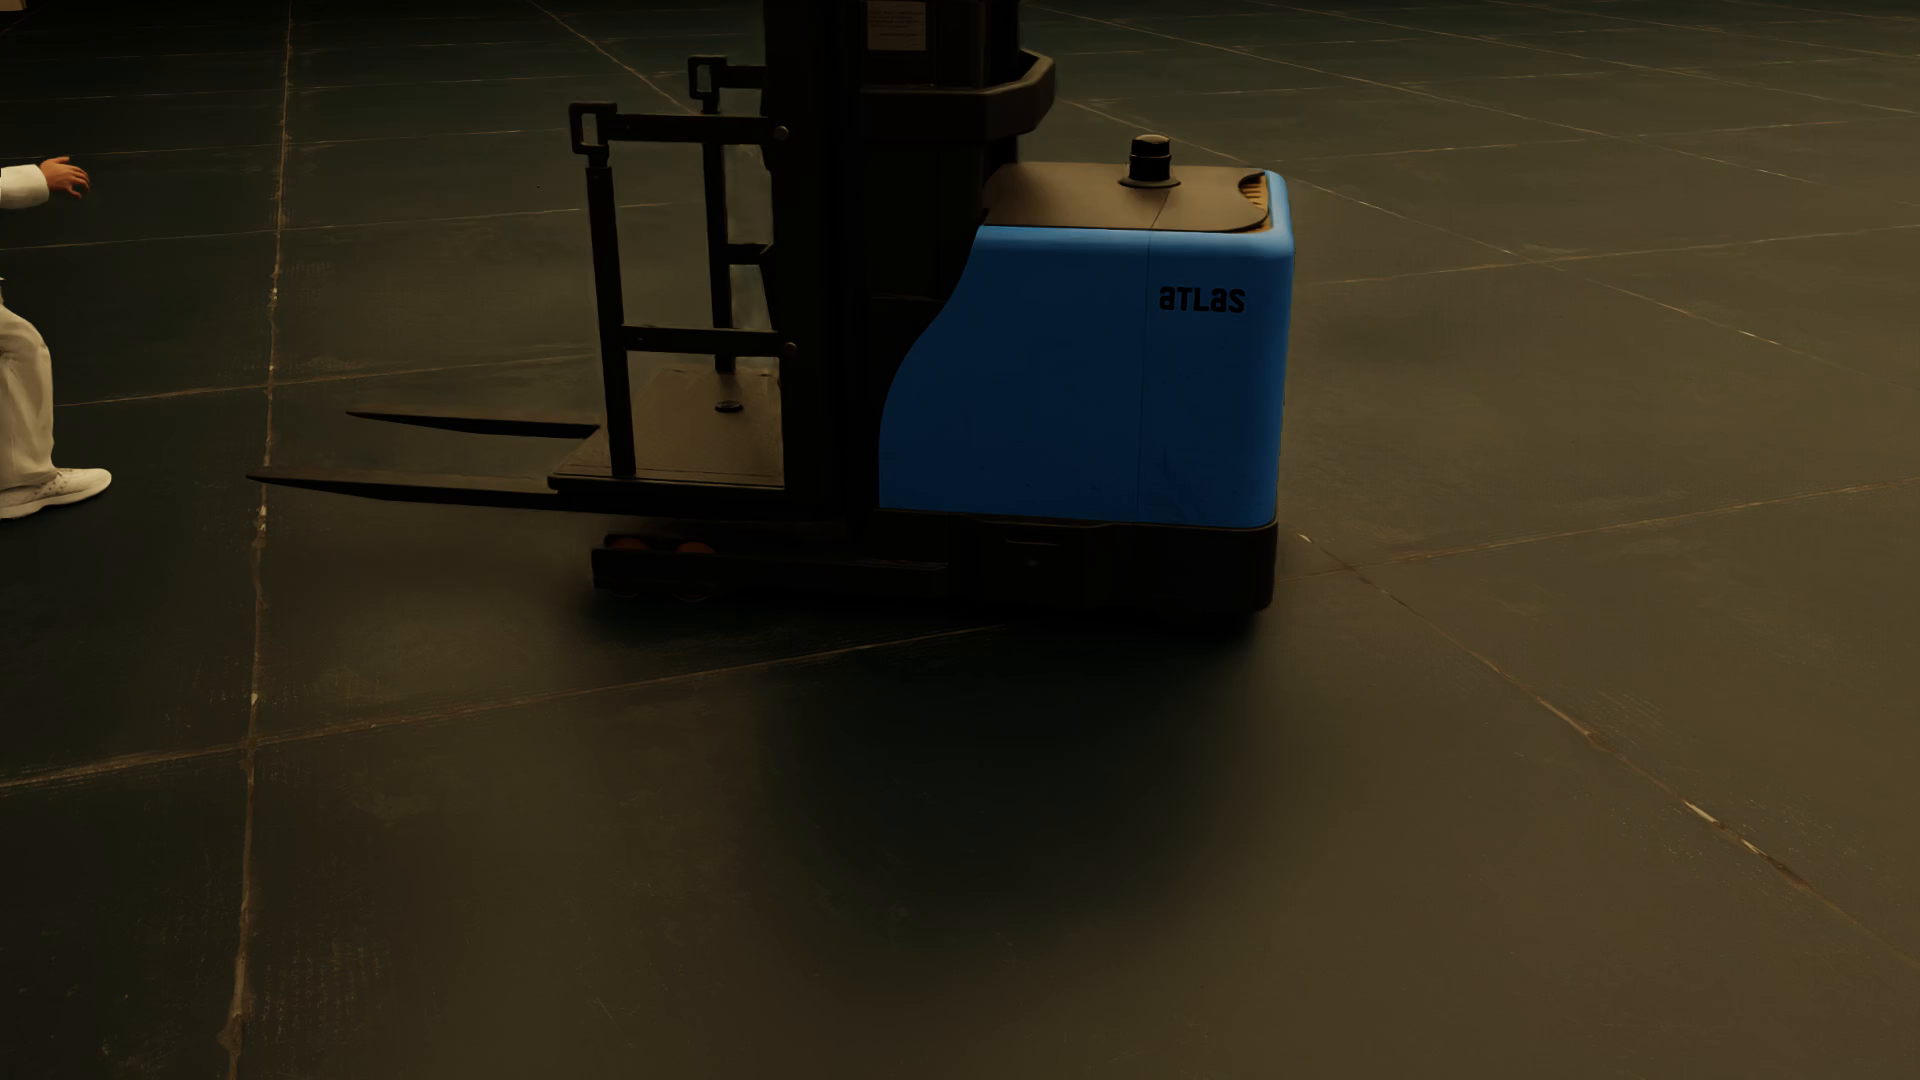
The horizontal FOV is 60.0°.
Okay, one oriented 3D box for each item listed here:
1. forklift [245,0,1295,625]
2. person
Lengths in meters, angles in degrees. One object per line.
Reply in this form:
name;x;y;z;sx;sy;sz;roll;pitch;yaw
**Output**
forklift;-0.587;-1.374;4.565;3.031;2.935;1.130;3;23;8
person;-3.230;-0.949;5.331;0.773;1.549;1.023;-17;28;-35
